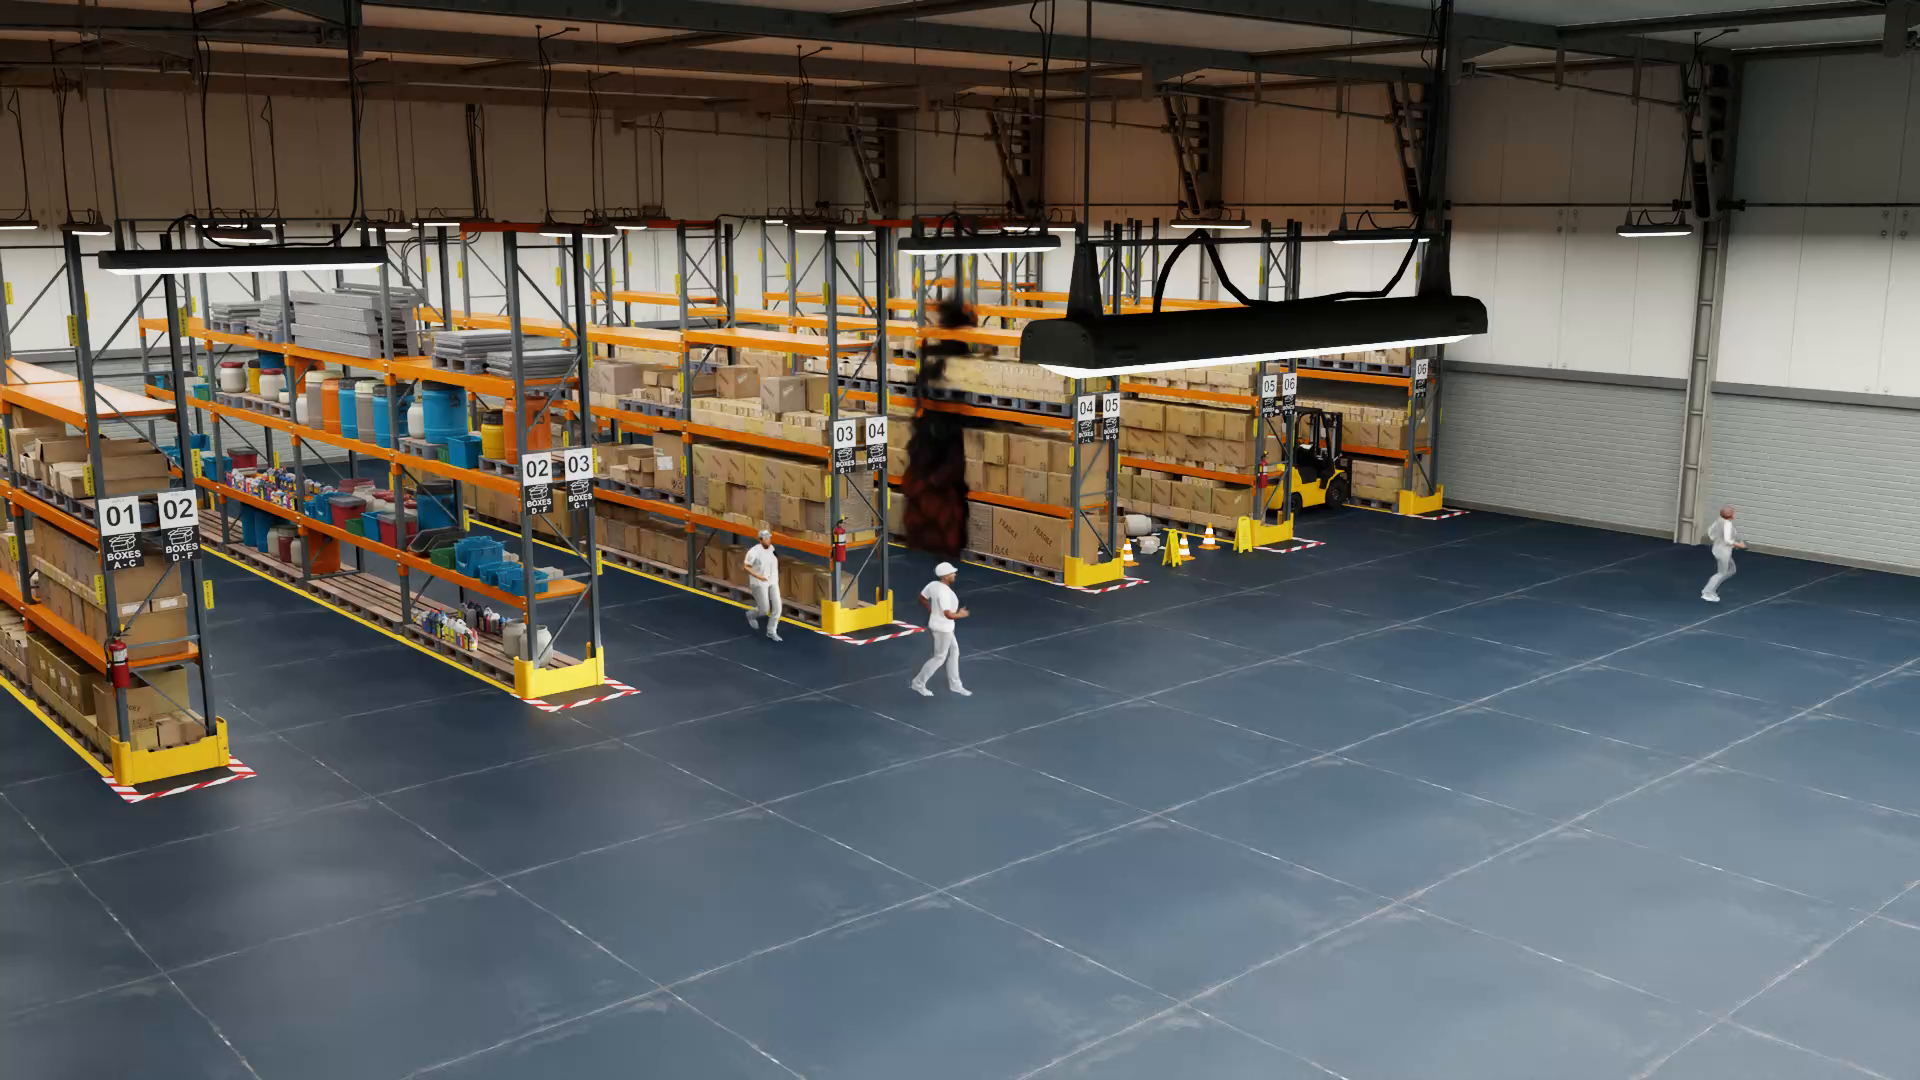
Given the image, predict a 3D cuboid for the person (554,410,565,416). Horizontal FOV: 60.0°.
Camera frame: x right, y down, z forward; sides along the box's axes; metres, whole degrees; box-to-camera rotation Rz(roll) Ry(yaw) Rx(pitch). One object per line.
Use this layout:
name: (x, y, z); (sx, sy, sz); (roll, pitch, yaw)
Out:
person: (-9.349, -2.194, 38.653); (0.607, 1.683, 0.690); (-7, 13, -30)

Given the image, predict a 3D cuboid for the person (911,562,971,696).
person: (-0.242, 1.181, 21.552); (0.835, 1.814, 0.721); (-2, 12, -11)

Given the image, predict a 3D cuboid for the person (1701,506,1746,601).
person: (12.314, 0.220, 26.776); (0.585, 1.565, 0.536); (2, 12, 12)

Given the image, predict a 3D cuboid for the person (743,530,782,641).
person: (-2.911, 0.654, 24.585); (0.644, 1.656, 0.679); (-10, 15, -41)
